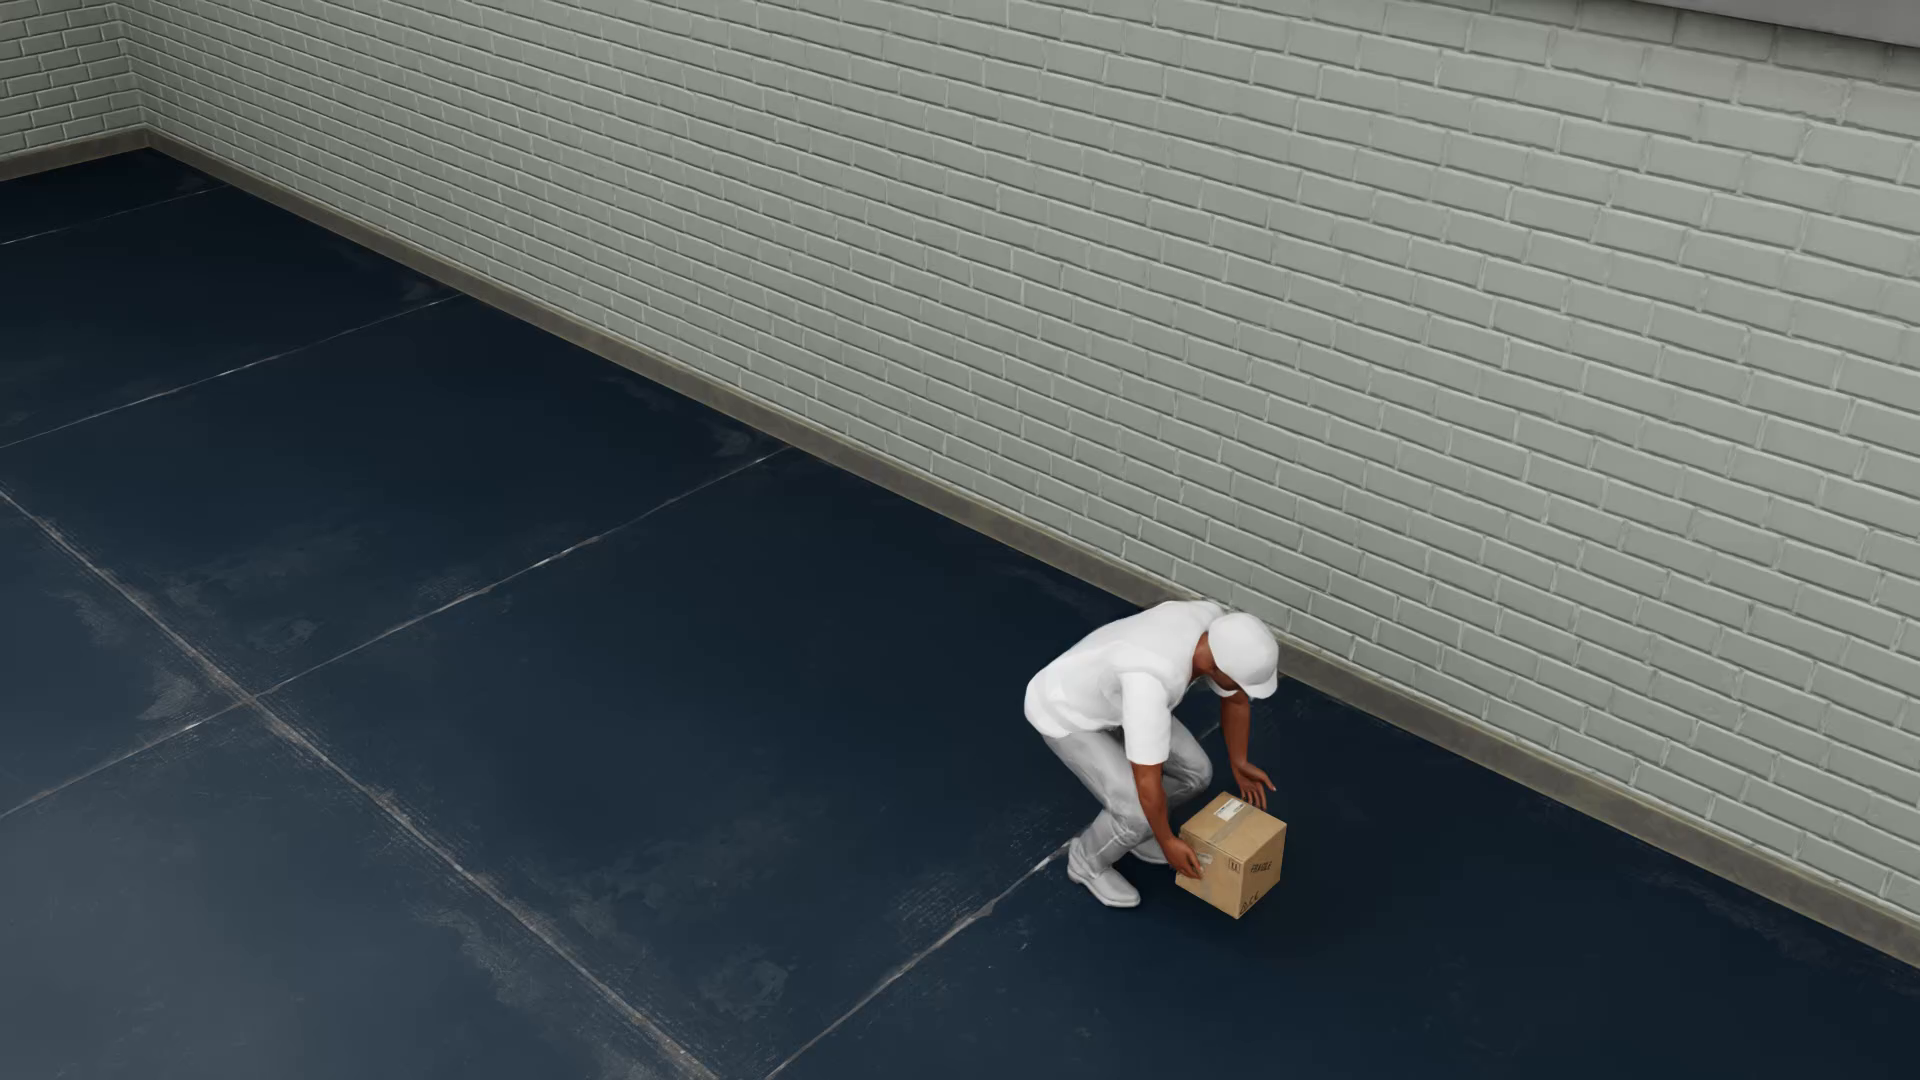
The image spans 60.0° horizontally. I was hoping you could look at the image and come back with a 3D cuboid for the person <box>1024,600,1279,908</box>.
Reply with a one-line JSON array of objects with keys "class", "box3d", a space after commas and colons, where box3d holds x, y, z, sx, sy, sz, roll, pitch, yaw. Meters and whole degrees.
[{"class": "person", "box3d": [0.645, 0.650, 5.578, 0.839, 1.207, 0.620, 25, 39, 35]}]
